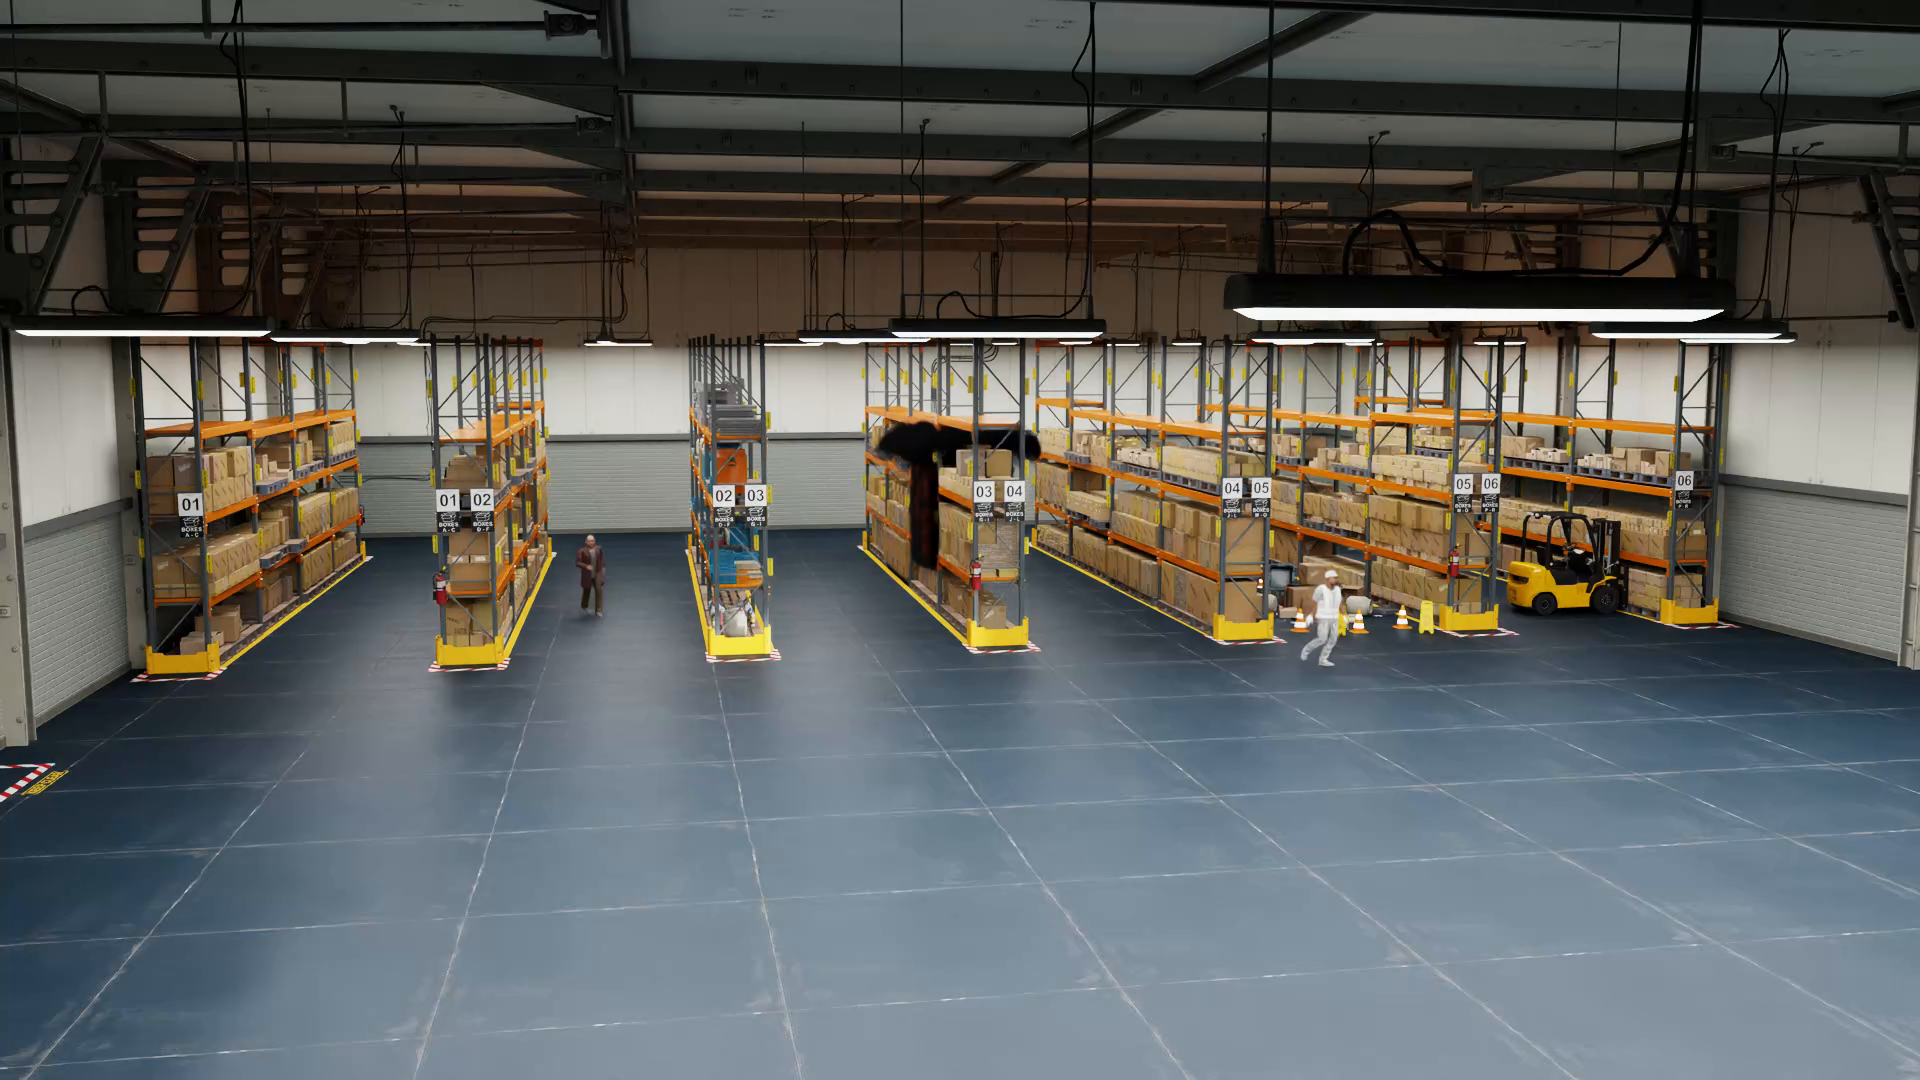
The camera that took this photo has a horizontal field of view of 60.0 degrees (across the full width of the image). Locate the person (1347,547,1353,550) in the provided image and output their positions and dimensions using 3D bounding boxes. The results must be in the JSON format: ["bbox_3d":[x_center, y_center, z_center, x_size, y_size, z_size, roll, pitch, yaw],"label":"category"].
[{"bbox_3d":[10.838,-0.462,47.198,0.531,1.566,0.898,-5,8,-39],"label":"person"}]

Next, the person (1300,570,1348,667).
[{"bbox_3d":[6.573,1.410,30.081,0.778,1.745,0.590,-4,8,-30],"label":"person"}]

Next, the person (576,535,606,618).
[{"bbox_3d":[-7.859,0.756,35.403,0.678,1.742,1.083,-3,7,-25],"label":"person"}]
